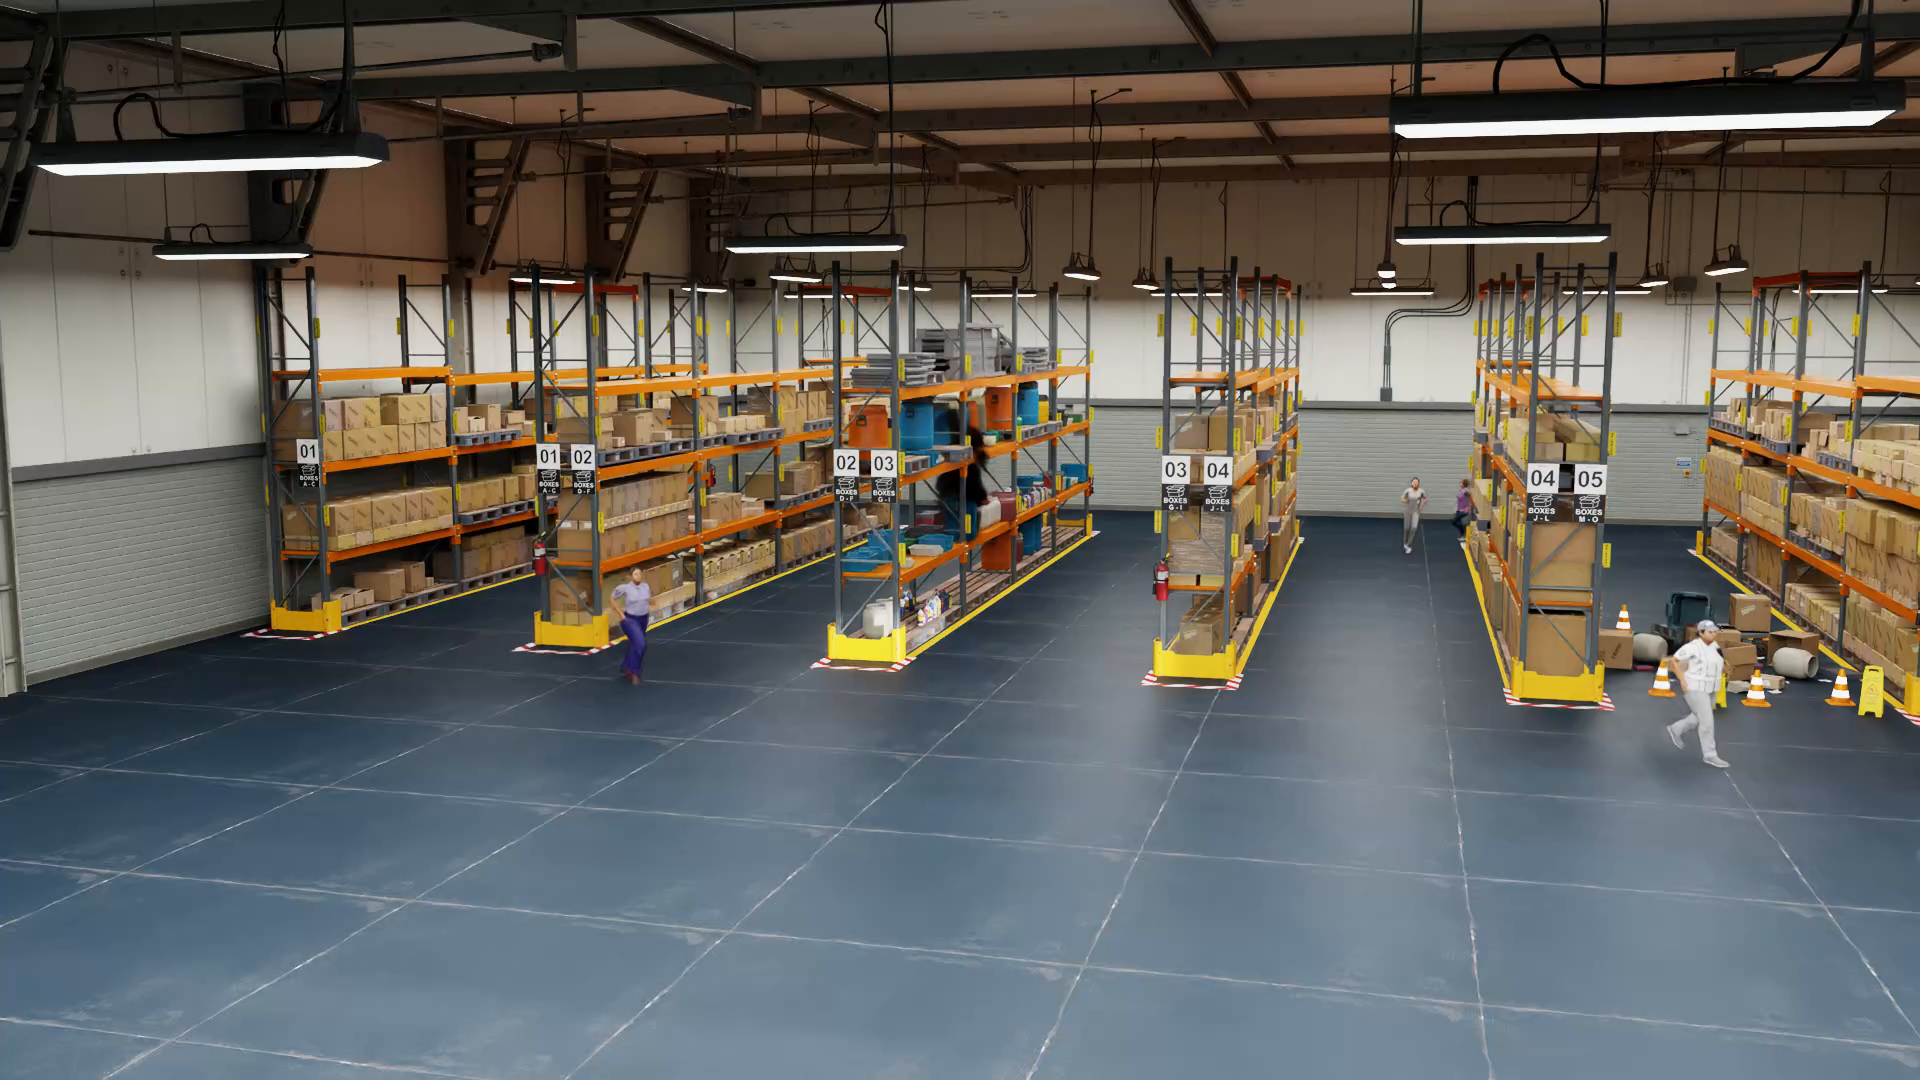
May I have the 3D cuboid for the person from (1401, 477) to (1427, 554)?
[{"bbox_3d":[10.197,-0.556,37.405,0.567,1.709,0.752,3,8,19],"label":"person"}]

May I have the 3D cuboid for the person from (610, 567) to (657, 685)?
[{"bbox_3d":[-4.603,1.220,23.656,0.725,1.707,0.572,6,9,37],"label":"person"}]

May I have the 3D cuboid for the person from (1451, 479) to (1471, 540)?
[{"bbox_3d":[11.855,-0.701,39.239,0.489,1.516,0.662,0,7,-3],"label":"person"}]

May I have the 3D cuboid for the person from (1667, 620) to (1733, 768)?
[{"bbox_3d":[8.557,1.732,19.251,0.608,1.650,0.906,-4,8,-27],"label":"person"}]
